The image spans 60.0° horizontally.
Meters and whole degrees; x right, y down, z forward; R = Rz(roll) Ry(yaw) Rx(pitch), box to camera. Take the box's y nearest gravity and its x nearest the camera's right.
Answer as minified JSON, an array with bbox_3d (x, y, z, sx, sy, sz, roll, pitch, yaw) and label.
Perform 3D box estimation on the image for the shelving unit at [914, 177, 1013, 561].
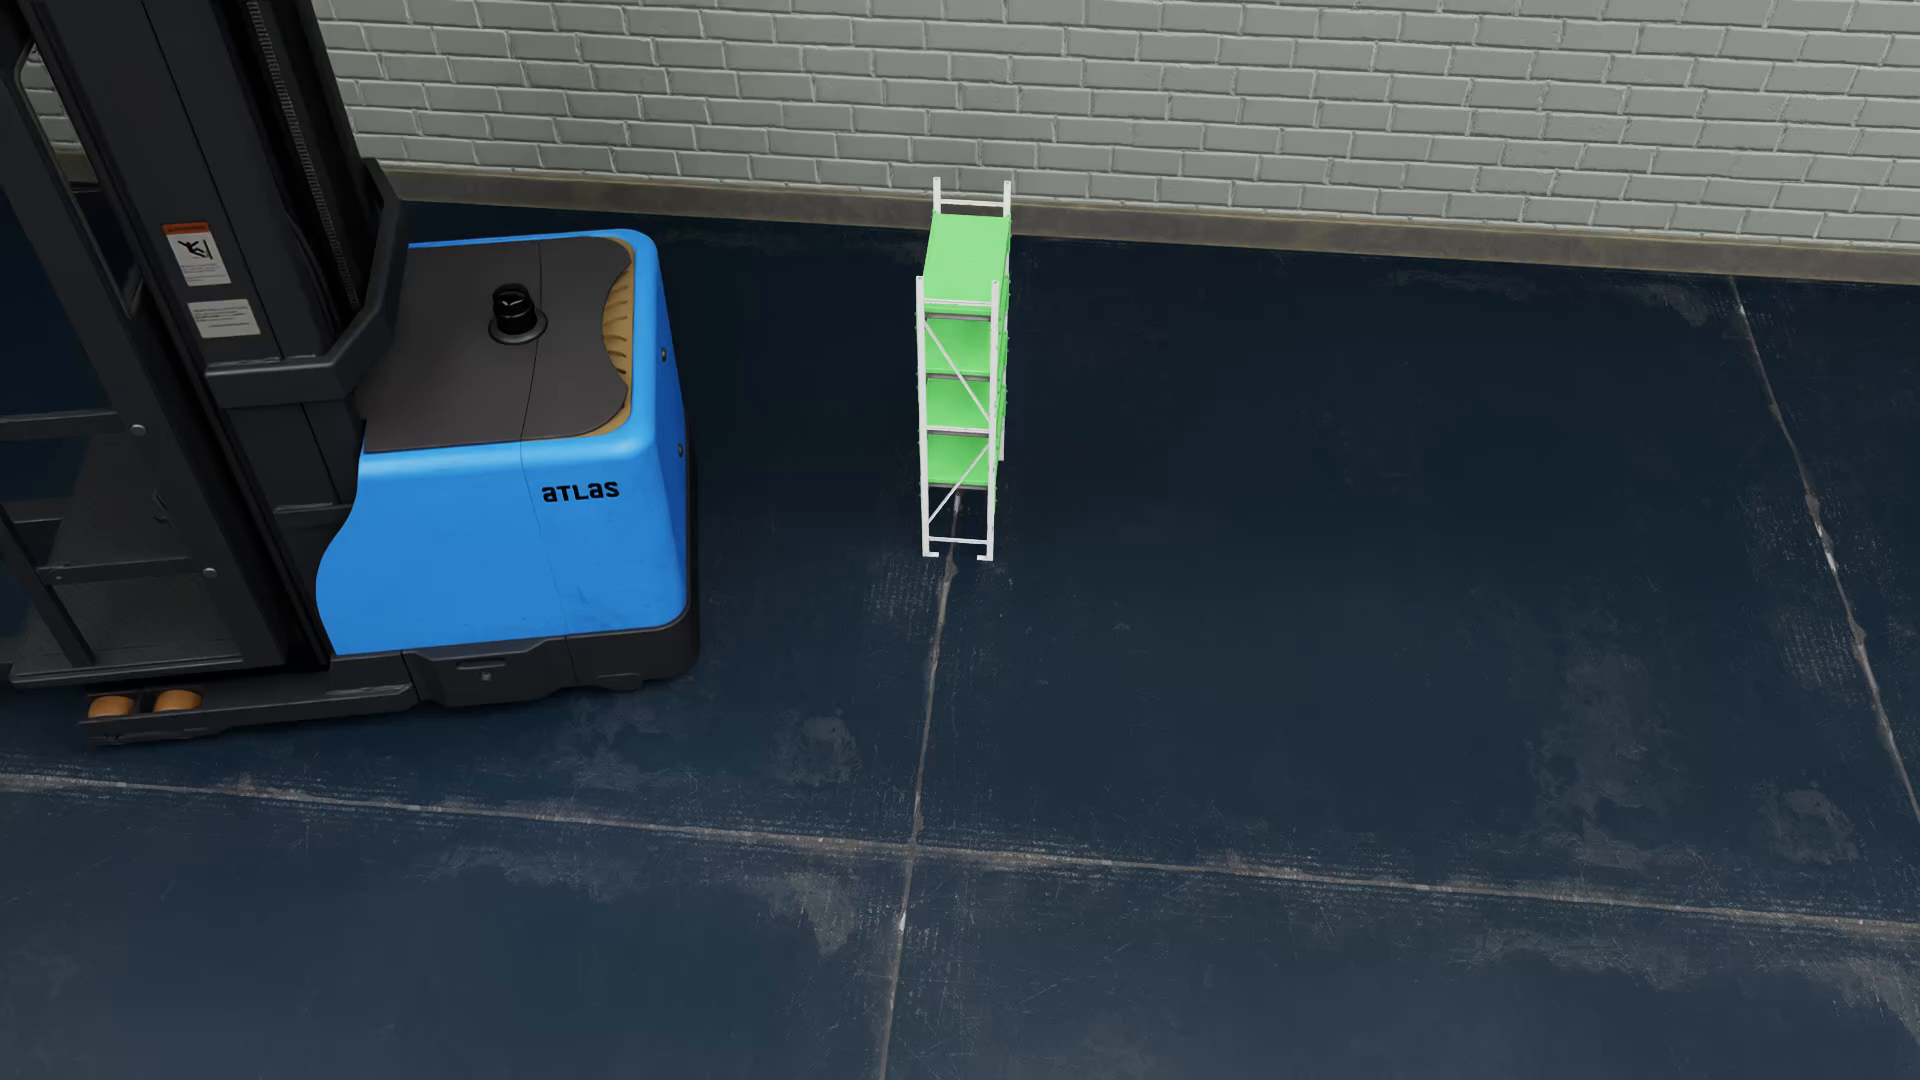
[{"bbox_3d":[0.015,-0.527,5.419,0.258,1.200,0.503,4,48,4],"label":"shelving unit"}]

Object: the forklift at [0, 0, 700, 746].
[{"bbox_3d":[-2.389,-0.767,4.466,3.031,2.935,1.130,-5,48,-5],"label":"forklift"}]

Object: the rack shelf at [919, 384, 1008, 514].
[{"bbox_3d":[0.015,-0.321,5.643,0.258,0.148,0.480,4,48,4],"label":"rack shelf"}]

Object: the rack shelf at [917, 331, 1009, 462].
[{"bbox_3d":[0.015,-0.483,5.466,0.258,0.148,0.480,4,48,4],"label":"rack shelf"}]

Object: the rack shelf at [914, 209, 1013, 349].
[{"bbox_3d":[0.015,-0.807,5.111,0.258,0.148,0.480,4,48,4],"label":"rack shelf"}]

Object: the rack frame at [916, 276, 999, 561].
[{"bbox_3d":[-0.007,-0.347,5.255,0.240,1.200,0.015,4,48,4],"label":"rack frame"}]

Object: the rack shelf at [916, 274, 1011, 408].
[{"bbox_3d":[0.015,-0.645,5.289,0.258,0.148,0.480,4,48,4],"label":"rack shelf"}]

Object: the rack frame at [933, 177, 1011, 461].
[{"bbox_3d":[0.037,-0.706,5.583,0.240,1.200,0.015,4,48,4],"label":"rack frame"}]
